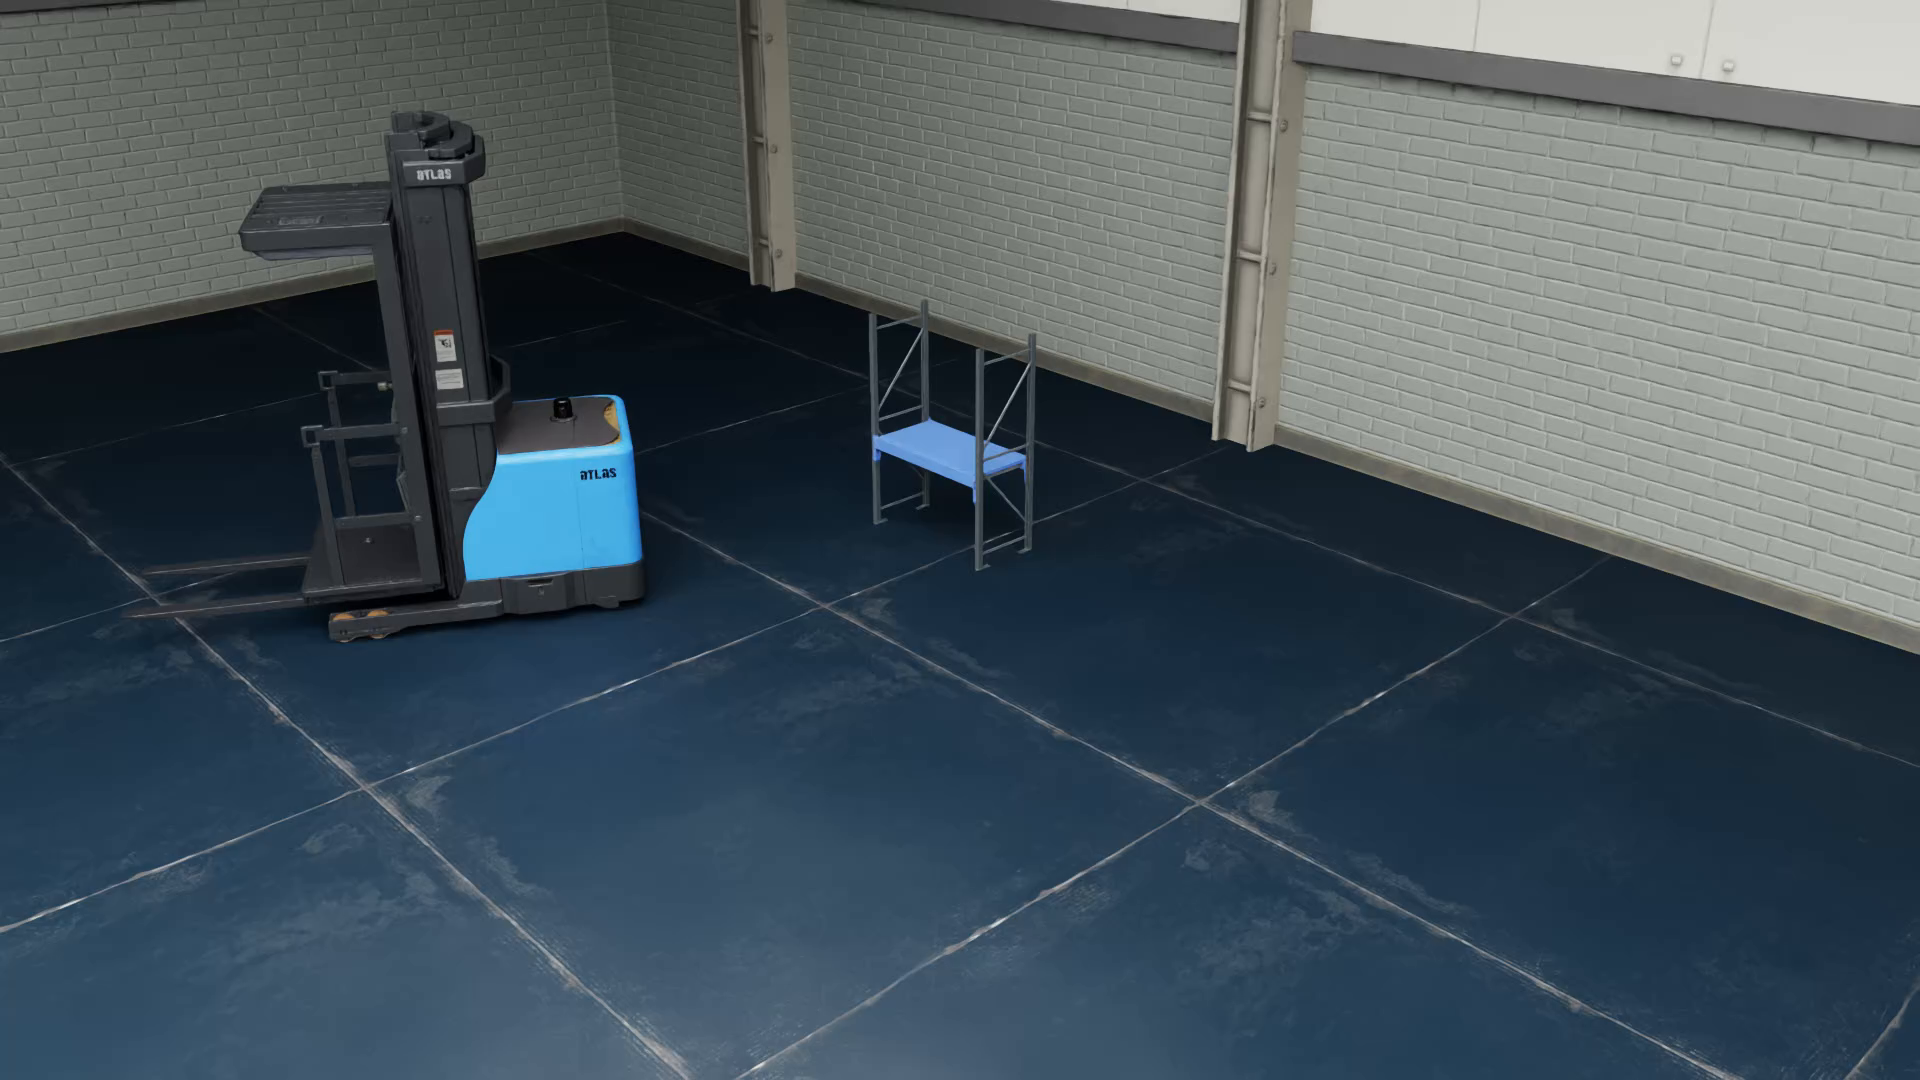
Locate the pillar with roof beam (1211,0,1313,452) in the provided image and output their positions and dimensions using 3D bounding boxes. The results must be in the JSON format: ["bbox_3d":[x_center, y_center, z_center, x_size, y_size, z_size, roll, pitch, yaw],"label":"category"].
[{"bbox_3d":[-0.936,-3.647,8.402,9.100,9.000,0.400,-21,32,-38],"label":"pillar with roof beam"}]

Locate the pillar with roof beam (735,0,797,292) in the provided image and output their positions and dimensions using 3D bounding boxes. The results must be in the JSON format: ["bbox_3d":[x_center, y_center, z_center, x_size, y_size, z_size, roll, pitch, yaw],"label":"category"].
[{"bbox_3d":[-5.037,-5.465,12.387,9.100,9.000,0.400,-21,32,-38],"label":"pillar with roof beam"}]

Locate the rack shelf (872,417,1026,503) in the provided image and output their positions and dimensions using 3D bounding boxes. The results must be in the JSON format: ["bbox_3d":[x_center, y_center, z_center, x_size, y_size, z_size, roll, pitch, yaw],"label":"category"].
[{"bbox_3d":[-0.058,-0.545,11.070,0.538,0.185,1.000,-21,32,-38],"label":"rack shelf"}]

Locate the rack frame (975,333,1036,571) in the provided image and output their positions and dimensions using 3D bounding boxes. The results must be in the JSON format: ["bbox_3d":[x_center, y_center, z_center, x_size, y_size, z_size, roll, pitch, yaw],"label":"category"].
[{"bbox_3d":[0.289,-0.554,10.658,0.500,1.500,0.032,-21,32,-38],"label":"rack frame"}]

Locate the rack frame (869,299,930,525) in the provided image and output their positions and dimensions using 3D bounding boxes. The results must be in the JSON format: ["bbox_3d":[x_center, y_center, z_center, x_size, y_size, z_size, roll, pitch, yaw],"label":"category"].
[{"bbox_3d":[-0.406,-0.862,11.333,0.500,1.500,0.032,-21,32,-38],"label":"rack frame"}]

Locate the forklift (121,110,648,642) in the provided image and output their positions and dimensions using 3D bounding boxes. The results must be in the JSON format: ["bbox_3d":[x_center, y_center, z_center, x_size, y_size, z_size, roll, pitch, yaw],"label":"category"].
[{"bbox_3d":[-3.521,-0.966,9.837,3.031,2.935,1.130,-6,25,-13],"label":"forklift"}]

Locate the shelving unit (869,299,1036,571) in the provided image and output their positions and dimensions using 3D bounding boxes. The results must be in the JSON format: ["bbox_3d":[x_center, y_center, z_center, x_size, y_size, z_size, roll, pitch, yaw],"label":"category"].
[{"bbox_3d":[-0.058,-0.708,10.995,0.538,1.500,1.048,-21,32,-38],"label":"shelving unit"}]
